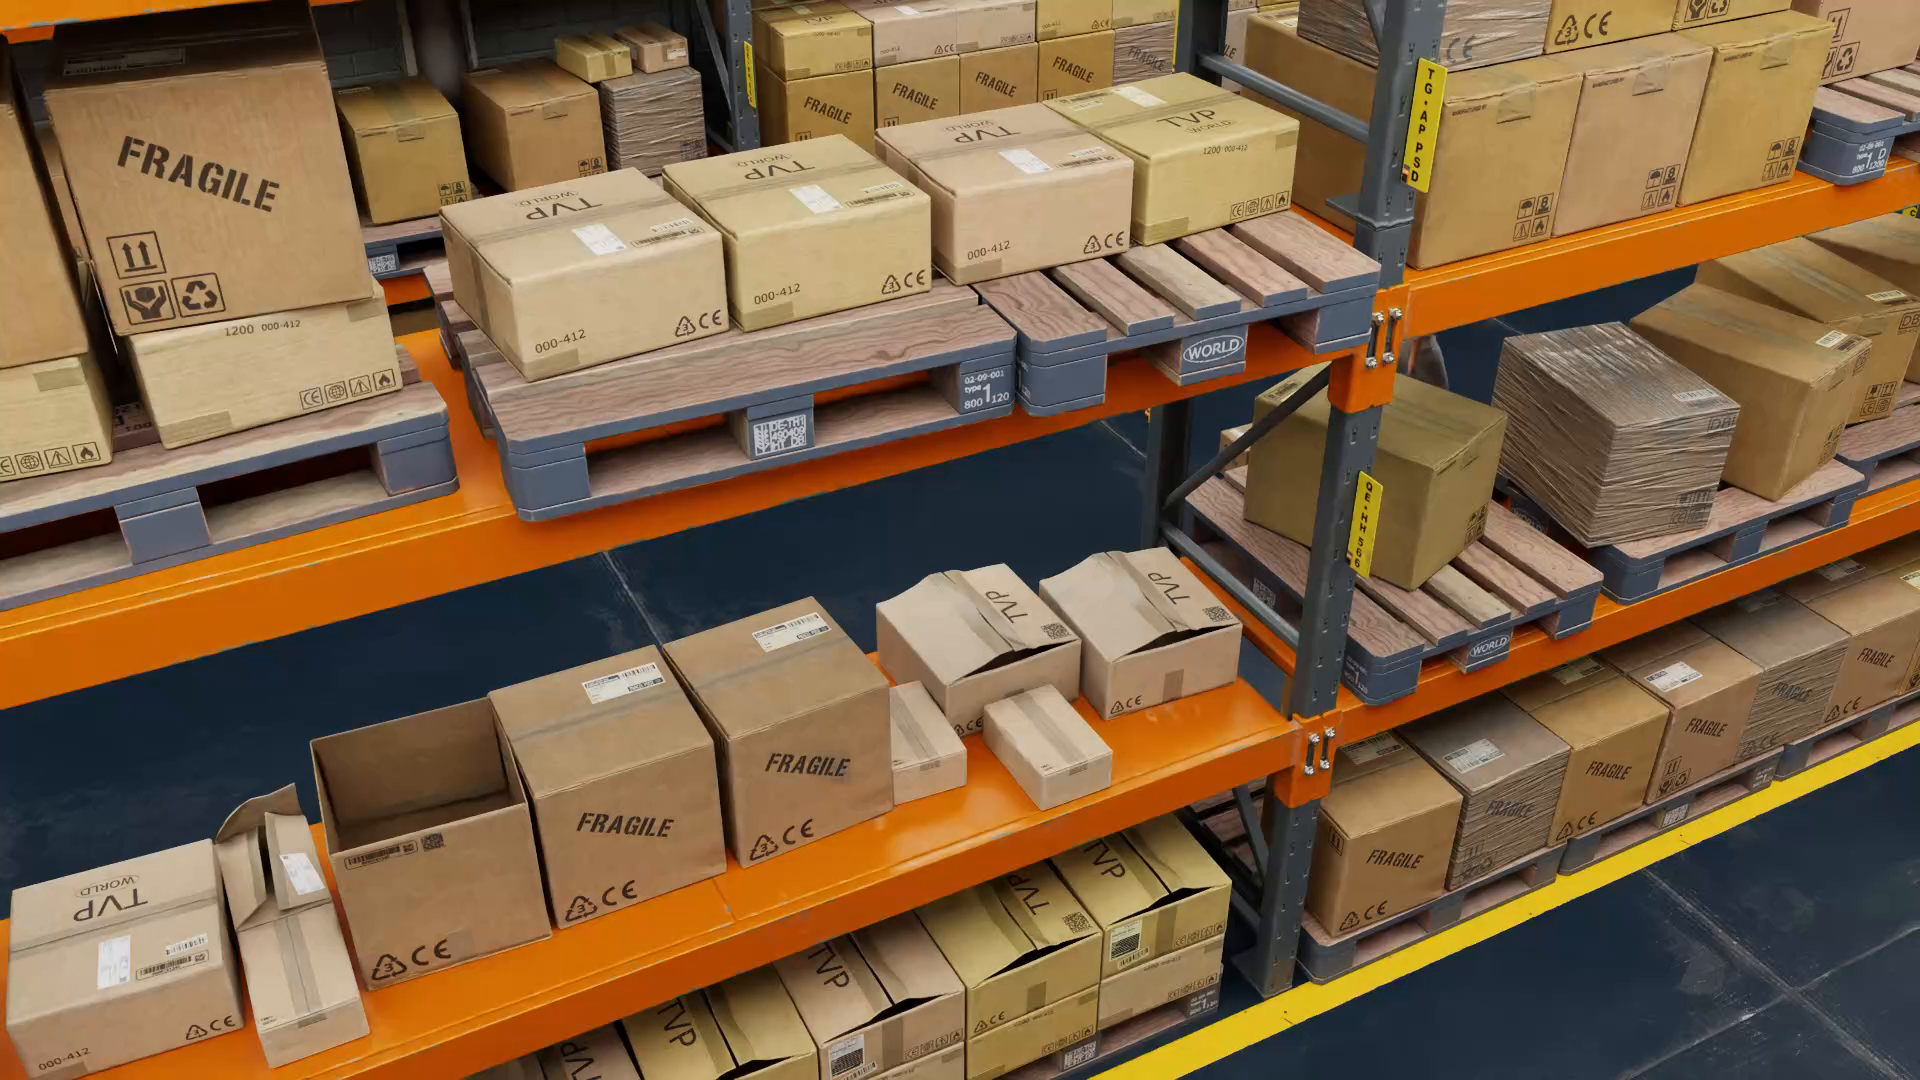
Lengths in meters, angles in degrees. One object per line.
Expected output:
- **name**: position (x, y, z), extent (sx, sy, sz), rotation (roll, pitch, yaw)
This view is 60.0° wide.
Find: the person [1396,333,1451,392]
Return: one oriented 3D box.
- **person**: position (2.410, -1.081, 8.785), extent (0.880, 1.647, 0.474), rotation (-15, 36, -22)
